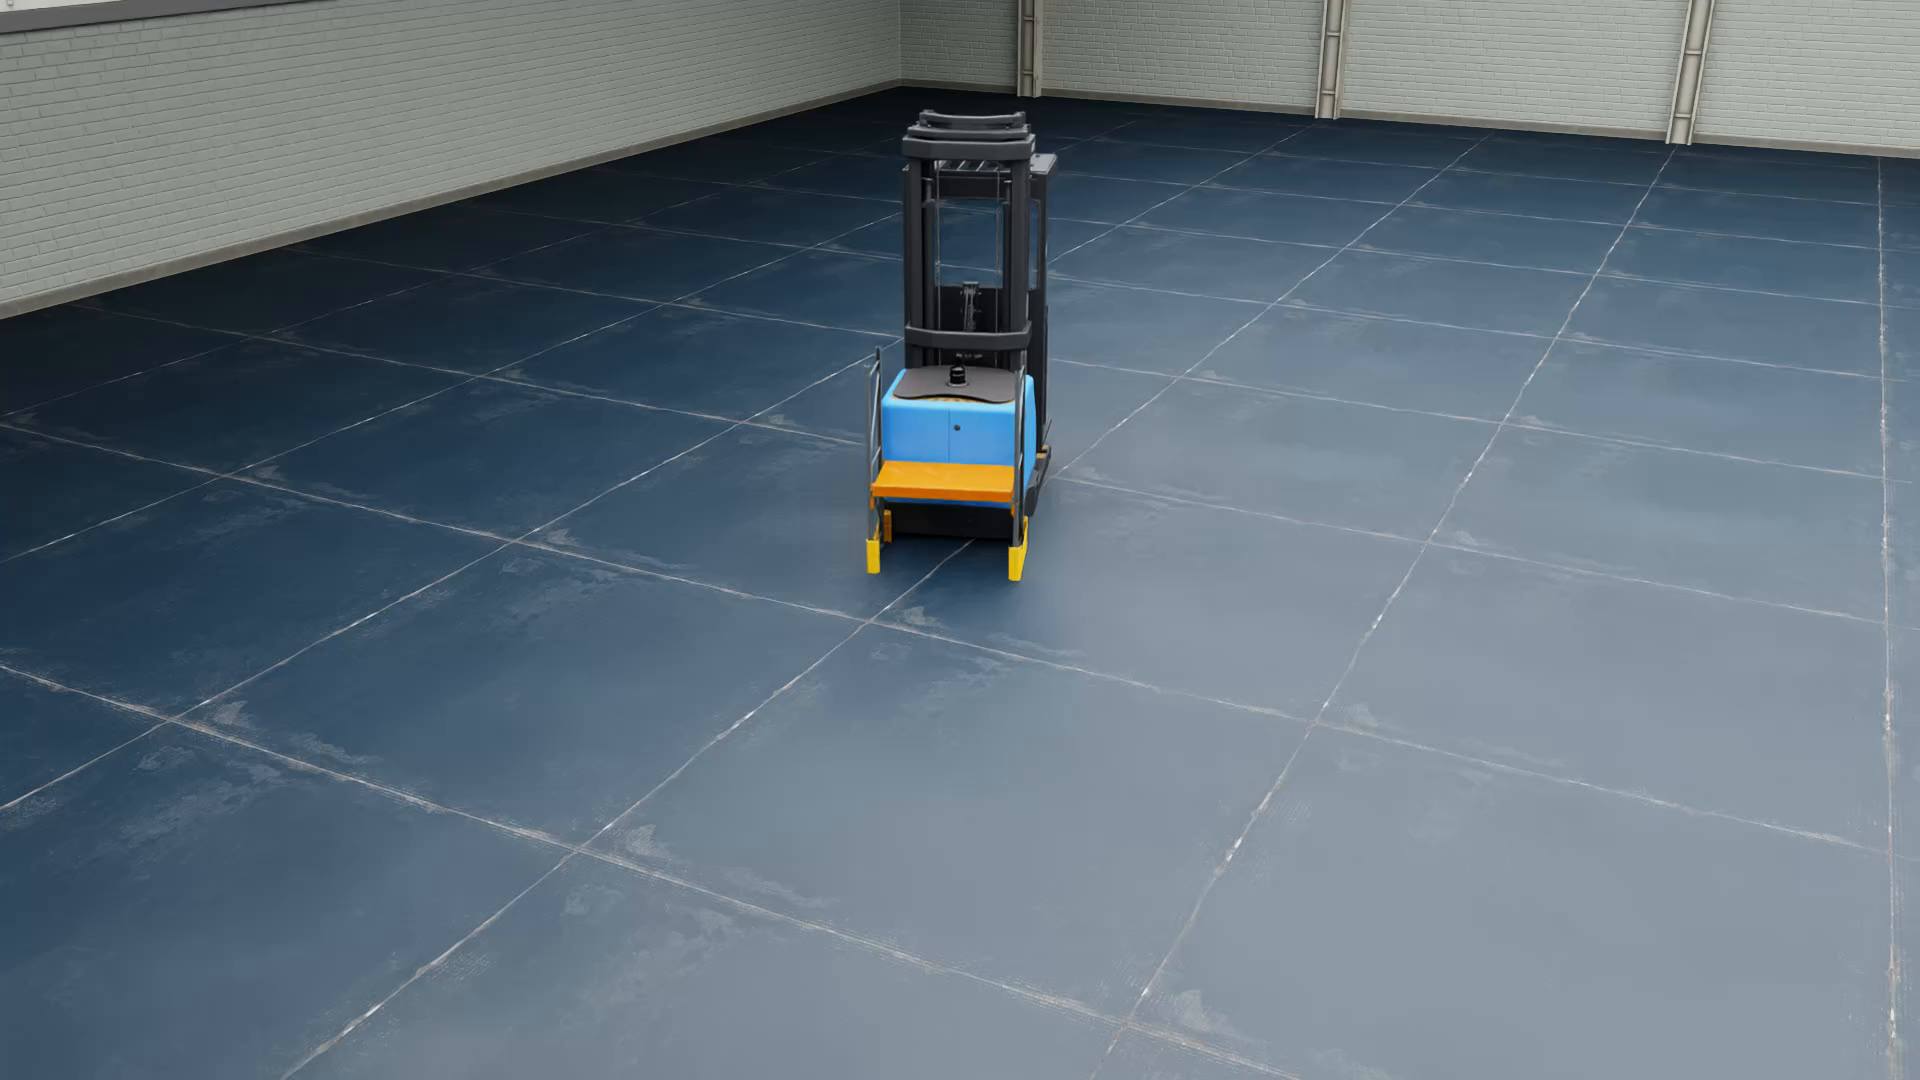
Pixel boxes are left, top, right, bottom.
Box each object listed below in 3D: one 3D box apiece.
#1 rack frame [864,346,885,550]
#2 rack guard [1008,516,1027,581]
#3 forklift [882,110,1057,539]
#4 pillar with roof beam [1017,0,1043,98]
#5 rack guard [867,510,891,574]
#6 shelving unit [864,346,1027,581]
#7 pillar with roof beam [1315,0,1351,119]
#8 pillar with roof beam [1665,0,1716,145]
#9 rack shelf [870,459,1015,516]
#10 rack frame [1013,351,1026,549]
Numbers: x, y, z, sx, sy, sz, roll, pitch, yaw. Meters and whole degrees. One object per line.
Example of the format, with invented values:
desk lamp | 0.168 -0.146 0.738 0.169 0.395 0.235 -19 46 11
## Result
rack frame | -0.598 -0.565 11.663 0.032 1.500 0.500 3 23 6
rack guard | 0.410 0.058 11.795 0.087 0.250 0.587 3 23 6
forklift | 0.152 -1.899 12.971 1.130 2.935 3.031 3 23 8
pillar with roof beam | -0.569 -11.433 27.636 0.400 9.000 9.100 11 25 25
rack guard | -0.578 0.011 11.905 0.087 0.250 0.587 3 23 6
shelving unit | -0.084 -0.541 11.605 1.083 1.500 0.587 3 23 6
pillar with roof beam | 4.785 -10.374 25.145 0.400 9.000 9.100 11 25 25
pillar with roof beam | 10.140 -9.314 22.654 0.400 9.000 9.100 11 25 25
rack shelf | -0.093 -0.376 11.677 1.000 0.185 0.538 3 23 6
rack frame | 0.412 -0.517 11.550 0.032 1.500 0.500 3 23 6
